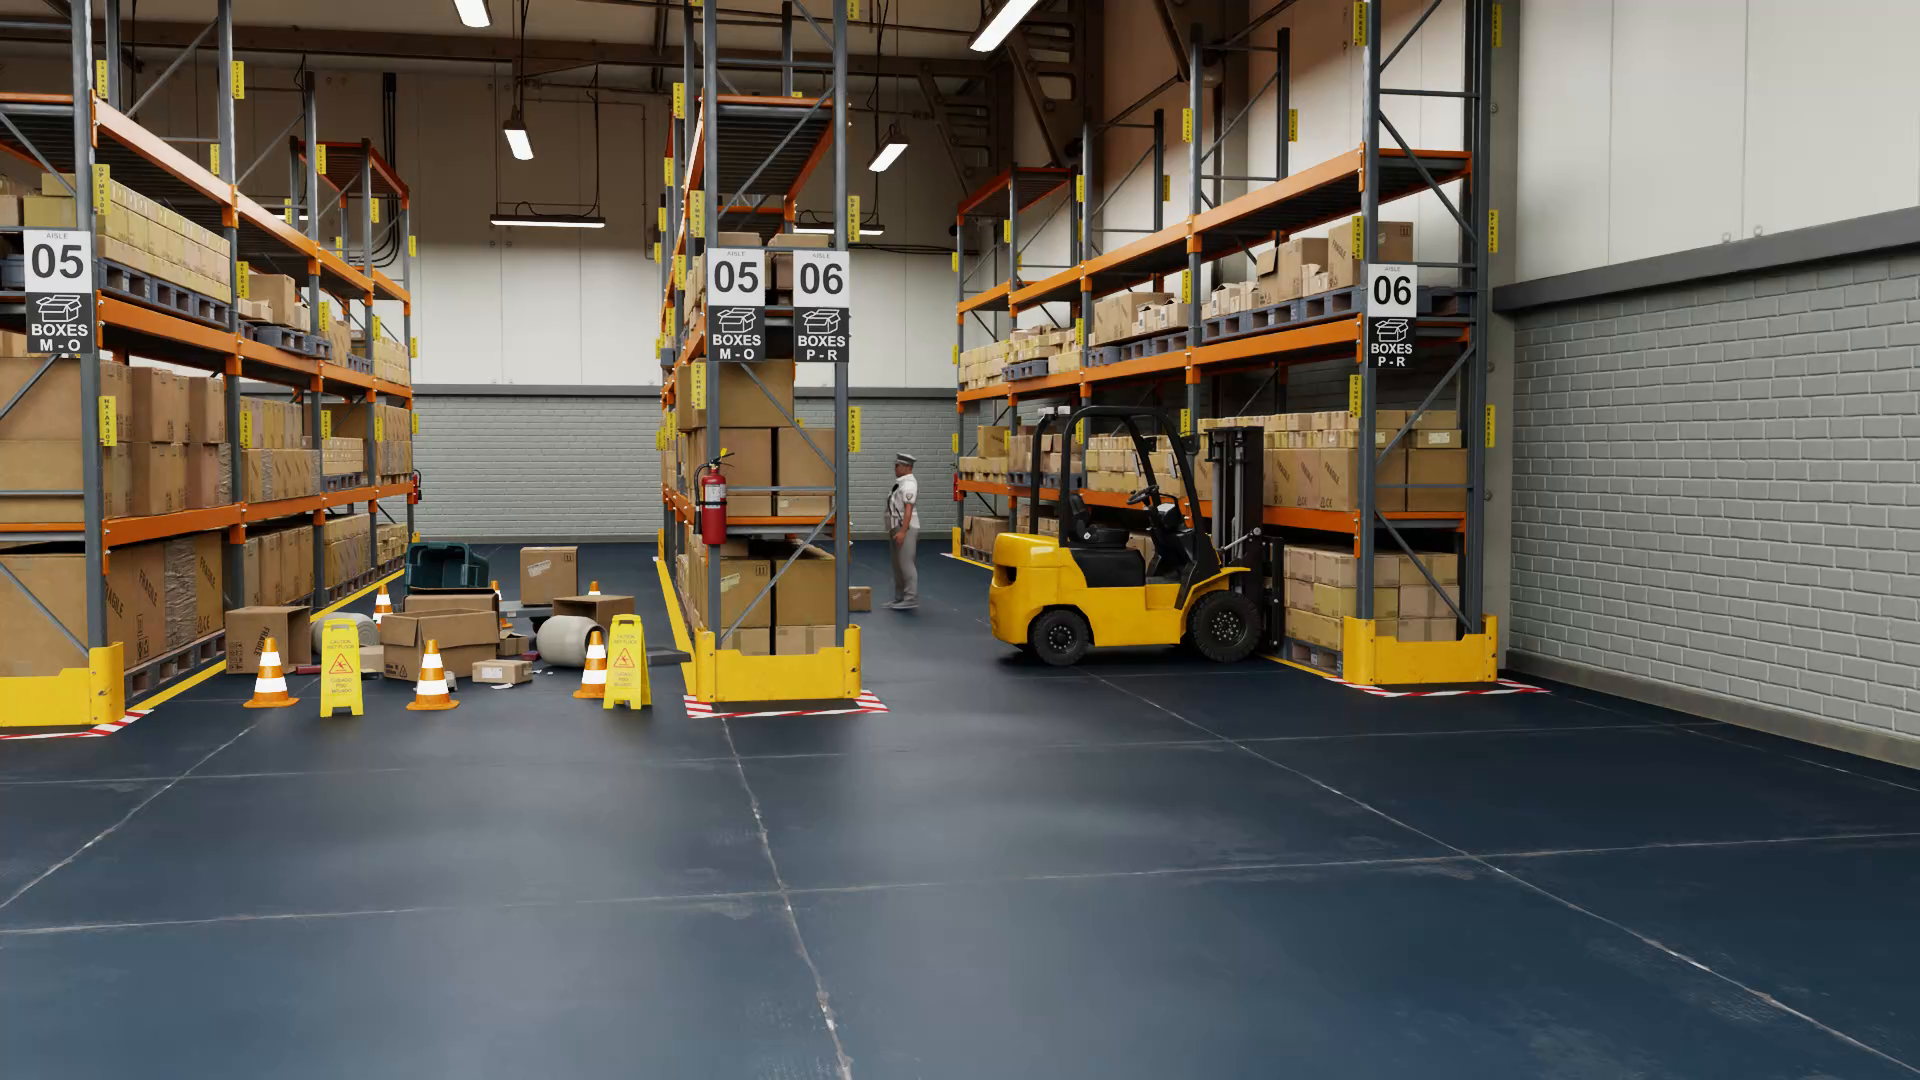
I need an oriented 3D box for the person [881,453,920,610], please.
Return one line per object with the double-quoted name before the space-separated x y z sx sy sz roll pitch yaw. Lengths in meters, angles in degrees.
"person" -0.667 -0.096 18.798 0.418 1.777 0.536 -1 3 -11
